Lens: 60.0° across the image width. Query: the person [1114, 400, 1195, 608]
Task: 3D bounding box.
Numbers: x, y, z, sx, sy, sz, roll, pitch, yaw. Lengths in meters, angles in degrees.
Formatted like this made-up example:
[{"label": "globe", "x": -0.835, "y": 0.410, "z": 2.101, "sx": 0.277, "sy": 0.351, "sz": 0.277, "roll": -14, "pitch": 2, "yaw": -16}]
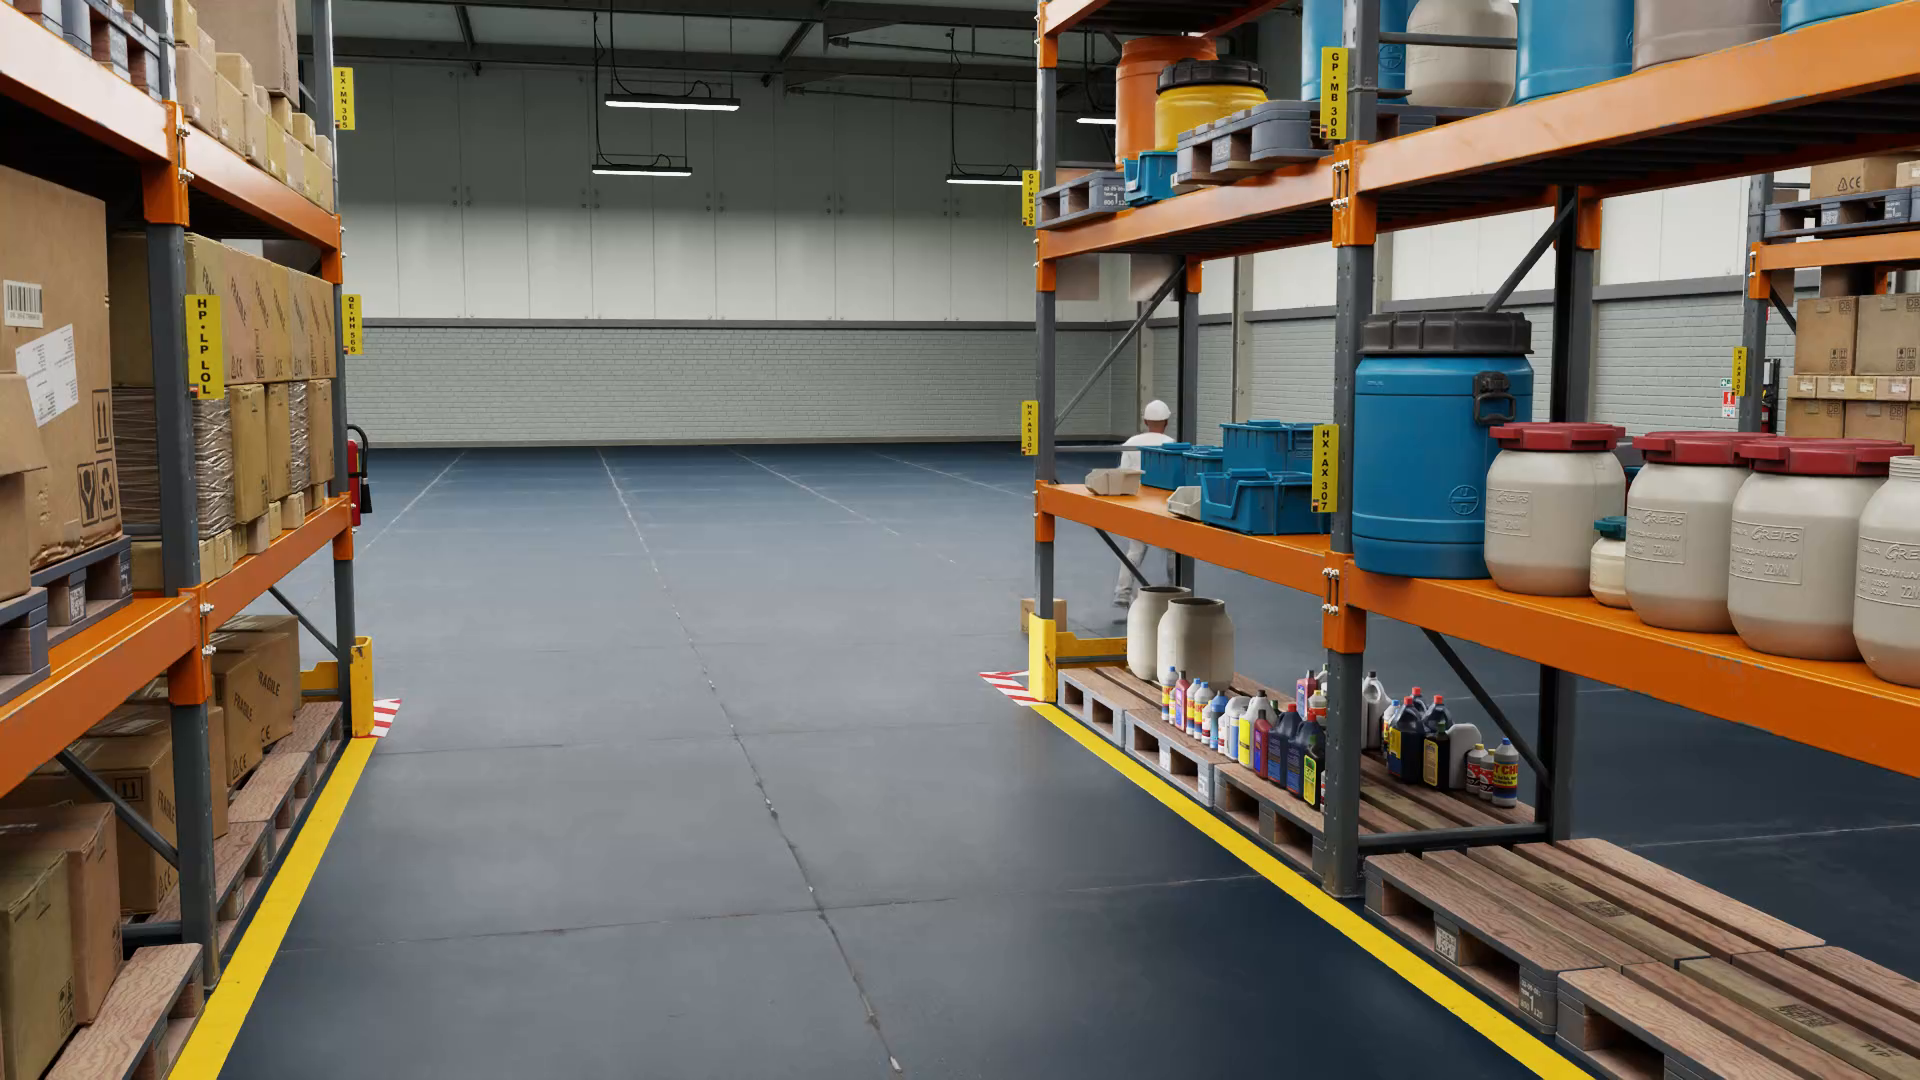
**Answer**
[{"label": "person", "x": 1.586, "y": -0.276, "z": 13.513, "sx": 0.602, "sy": 1.720, "sz": 1.069, "roll": 3, "pitch": 7, "yaw": 27}]
